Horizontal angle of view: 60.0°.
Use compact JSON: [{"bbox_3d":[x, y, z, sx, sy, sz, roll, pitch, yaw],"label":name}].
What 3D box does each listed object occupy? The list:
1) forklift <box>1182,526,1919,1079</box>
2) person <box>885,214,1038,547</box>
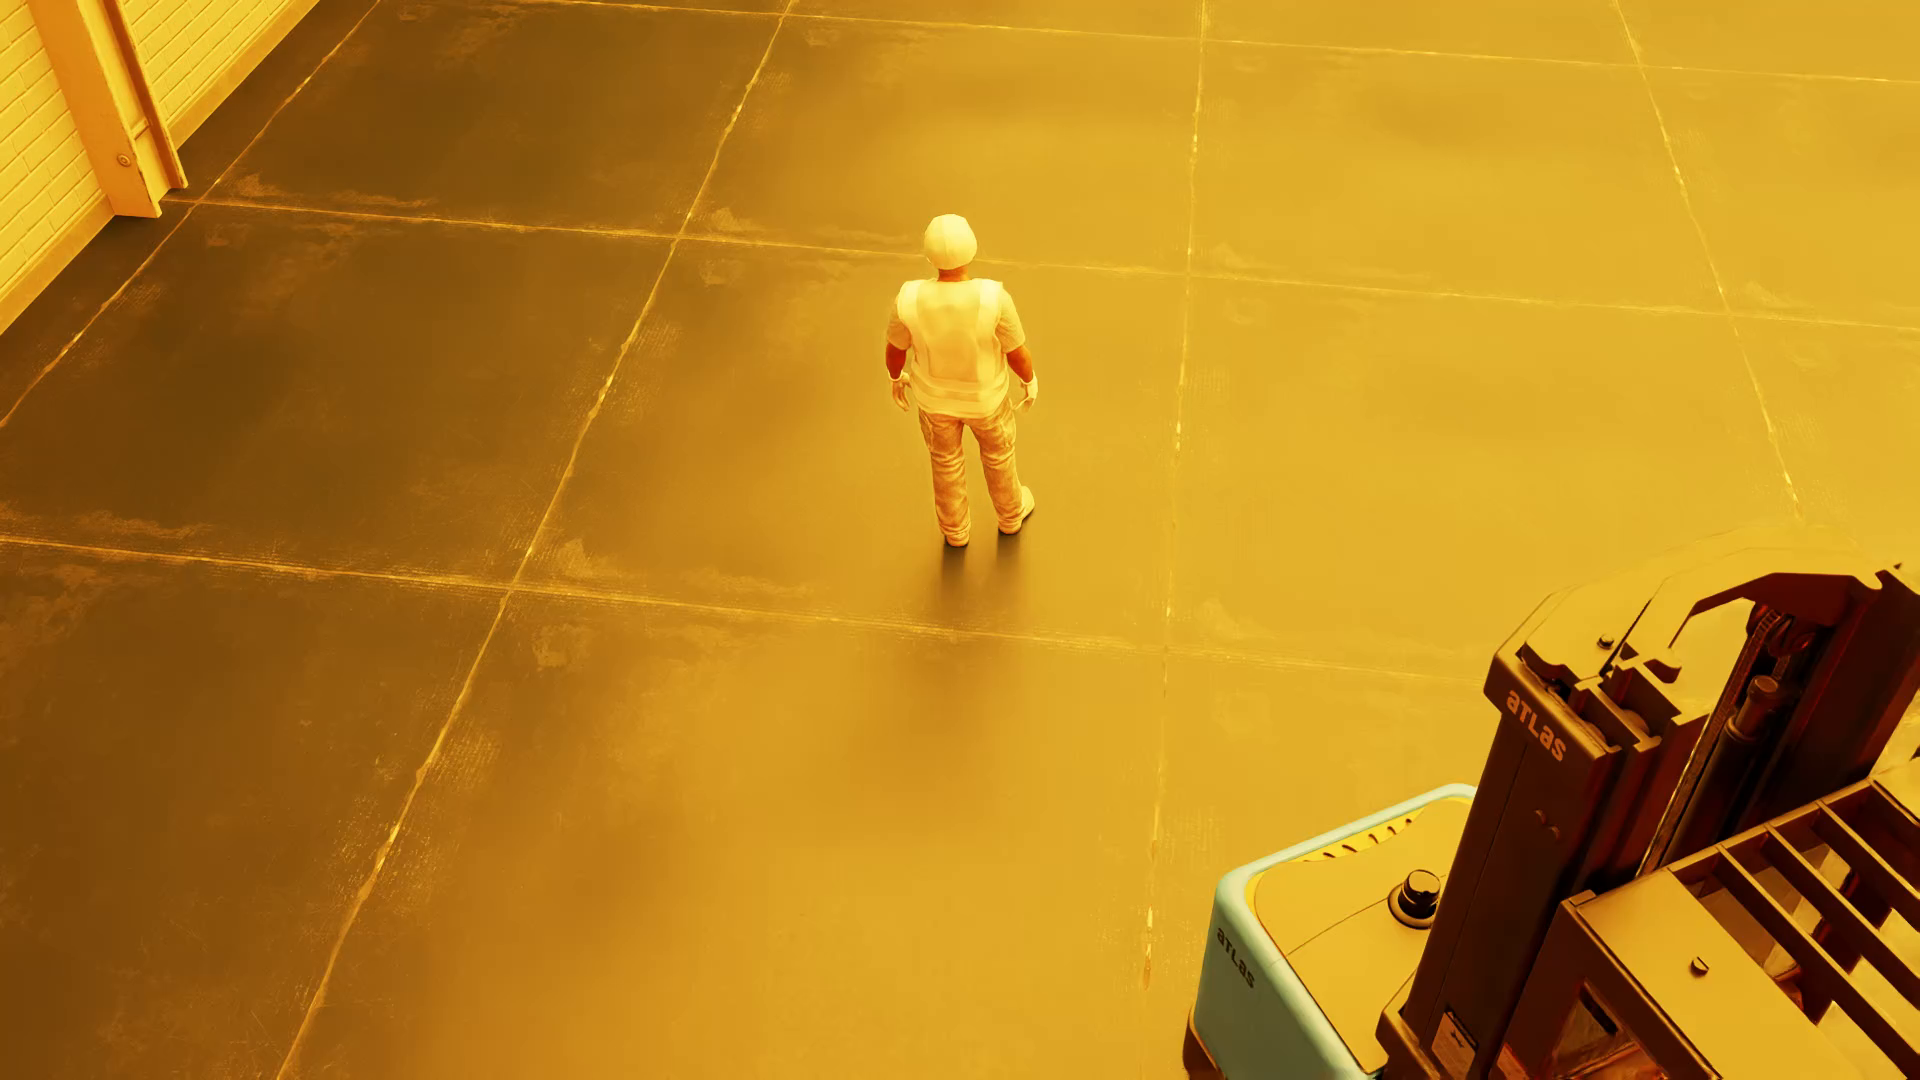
[{"bbox_3d":[1.849,1.533,4.056,1.130,2.935,3.031,-17,45,-18],"label":"forklift"},{"bbox_3d":[0.018,-0.710,7.335,0.657,1.785,0.575,5,43,6],"label":"person"}]
